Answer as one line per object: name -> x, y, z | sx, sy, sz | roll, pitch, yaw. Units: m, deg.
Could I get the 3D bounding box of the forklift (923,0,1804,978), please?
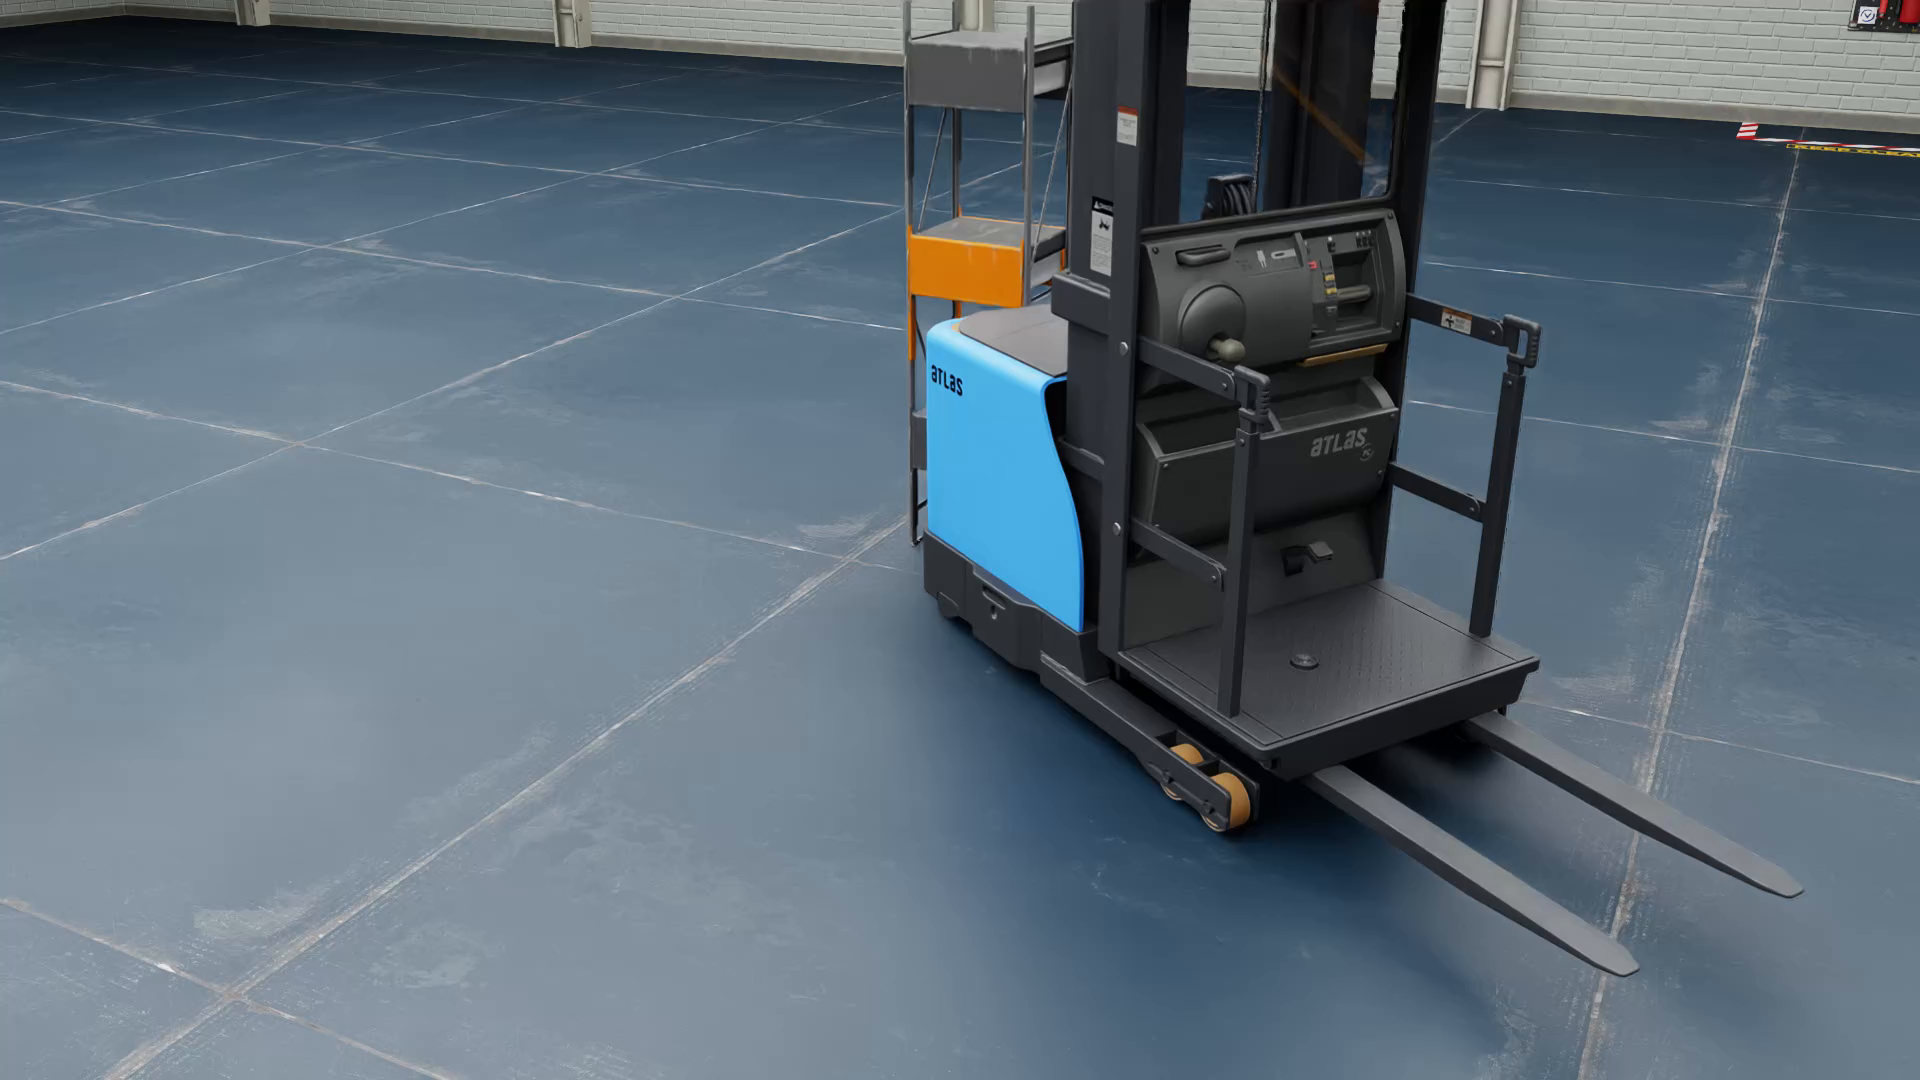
forklift -> 1.046, -0.717, 4.692 | 1.130, 2.935, 3.031 | -13, 26, -28

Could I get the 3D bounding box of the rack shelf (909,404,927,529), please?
rack shelf -> 0.113, -0.310, 6.618 | 0.480, 0.518, 0.431 | 12, 26, 26

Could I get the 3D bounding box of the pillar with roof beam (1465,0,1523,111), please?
pillar with roof beam -> 3.575, -7.164, 12.098 | 0.400, 9.000, 9.100 | 11, 25, 25

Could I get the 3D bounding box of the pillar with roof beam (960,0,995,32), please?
pillar with roof beam -> -1.779, -8.224, 14.589 | 0.400, 9.000, 9.100 | 11, 25, 25

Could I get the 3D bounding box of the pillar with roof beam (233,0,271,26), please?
pillar with roof beam -> -12.488, -10.343, 19.572 | 0.400, 9.000, 9.100 | 11, 25, 25

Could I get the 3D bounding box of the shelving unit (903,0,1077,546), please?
shelving unit -> 0.113, -0.966, 6.339 | 0.503, 2.100, 0.431 | 12, 26, 26

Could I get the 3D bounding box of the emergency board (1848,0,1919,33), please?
emergency board -> 8.684, -5.297, 15.374 | 0.643, 1.169, 0.194 | 11, 25, 25

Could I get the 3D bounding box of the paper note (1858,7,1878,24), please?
paper note -> 8.557, -4.947, 15.676 | 0.142, 0.148, 0.016 | 11, 25, 25

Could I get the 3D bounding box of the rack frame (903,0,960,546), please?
rack frame -> -0.102, -1.011, 6.445 | 0.015, 2.100, 0.400 | 12, 26, 26

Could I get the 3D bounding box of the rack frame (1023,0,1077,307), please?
rack frame -> 0.328, -0.921, 6.233 | 0.015, 2.100, 0.400 | 12, 26, 26

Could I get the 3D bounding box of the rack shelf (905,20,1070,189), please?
rack shelf -> 0.113, -1.598, 6.070 | 0.480, 0.518, 0.431 | 12, 26, 26

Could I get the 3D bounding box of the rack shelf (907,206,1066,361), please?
rack shelf -> 0.113, -0.954, 6.344 | 0.480, 0.518, 0.431 | 12, 26, 26

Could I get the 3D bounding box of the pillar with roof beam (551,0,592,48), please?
pillar with roof beam -> -7.134, -9.283, 17.081 | 0.400, 9.000, 9.100 | 11, 25, 25
